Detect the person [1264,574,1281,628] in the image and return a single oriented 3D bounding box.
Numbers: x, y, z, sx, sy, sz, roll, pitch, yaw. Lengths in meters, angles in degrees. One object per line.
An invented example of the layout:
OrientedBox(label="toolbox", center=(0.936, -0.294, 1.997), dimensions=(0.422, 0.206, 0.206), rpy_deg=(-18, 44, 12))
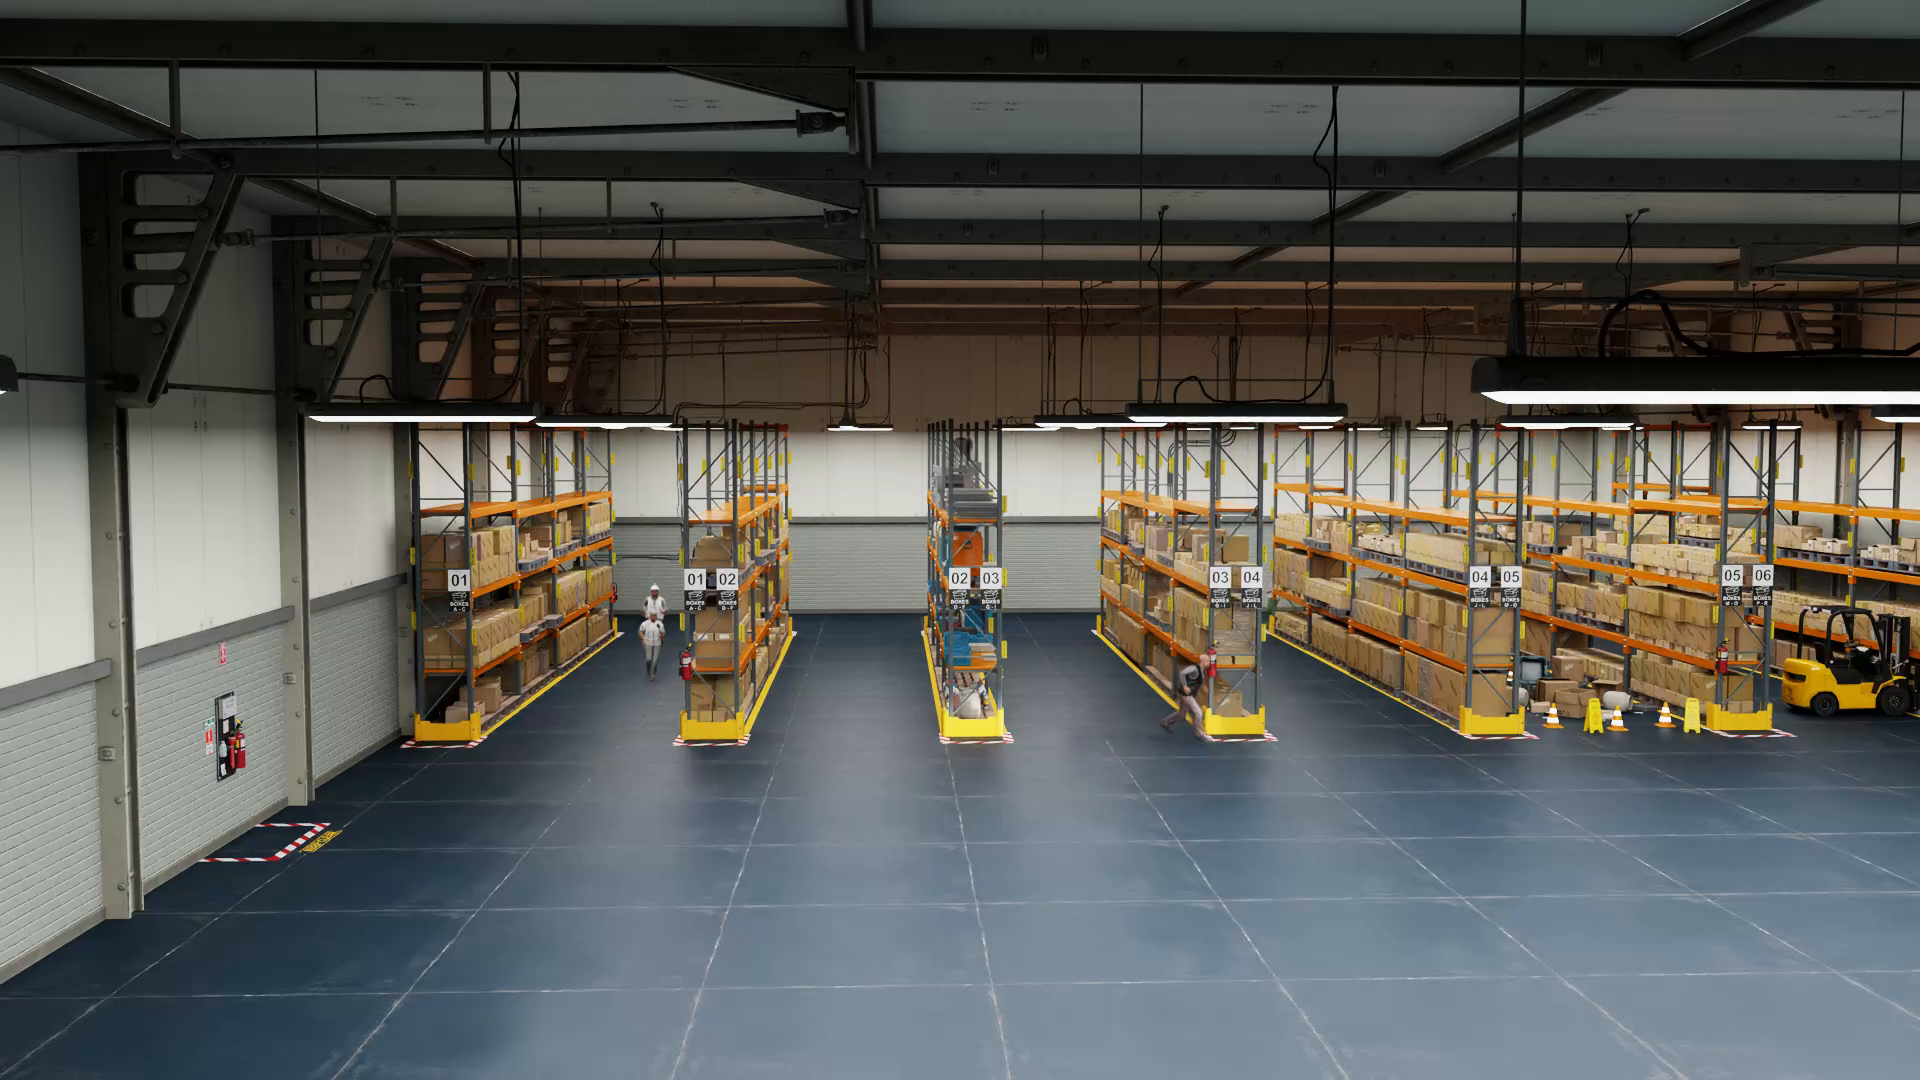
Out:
OrientedBox(label="person", center=(9.299, 1.727, 48.940), dimensions=(0.802, 1.764, 0.679), rpy_deg=(-2, 4, -23))

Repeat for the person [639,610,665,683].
OrientedBox(label="person", center=(-7.078, 2.455, 38.328), dimensions=(0.579, 1.688, 0.685), rpy_deg=(-1, 4, -19))

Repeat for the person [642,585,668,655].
OrientedBox(label="person", center=(-7.955, 2.068, 43.362), dimensions=(0.663, 1.778, 0.931), rpy_deg=(-1, 4, -10))

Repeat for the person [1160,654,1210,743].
OrientedBox(label="person", center=(4.183, 2.941, 30.953), dimensions=(1.007, 1.680, 0.697), rpy_deg=(2, 4, 32))
